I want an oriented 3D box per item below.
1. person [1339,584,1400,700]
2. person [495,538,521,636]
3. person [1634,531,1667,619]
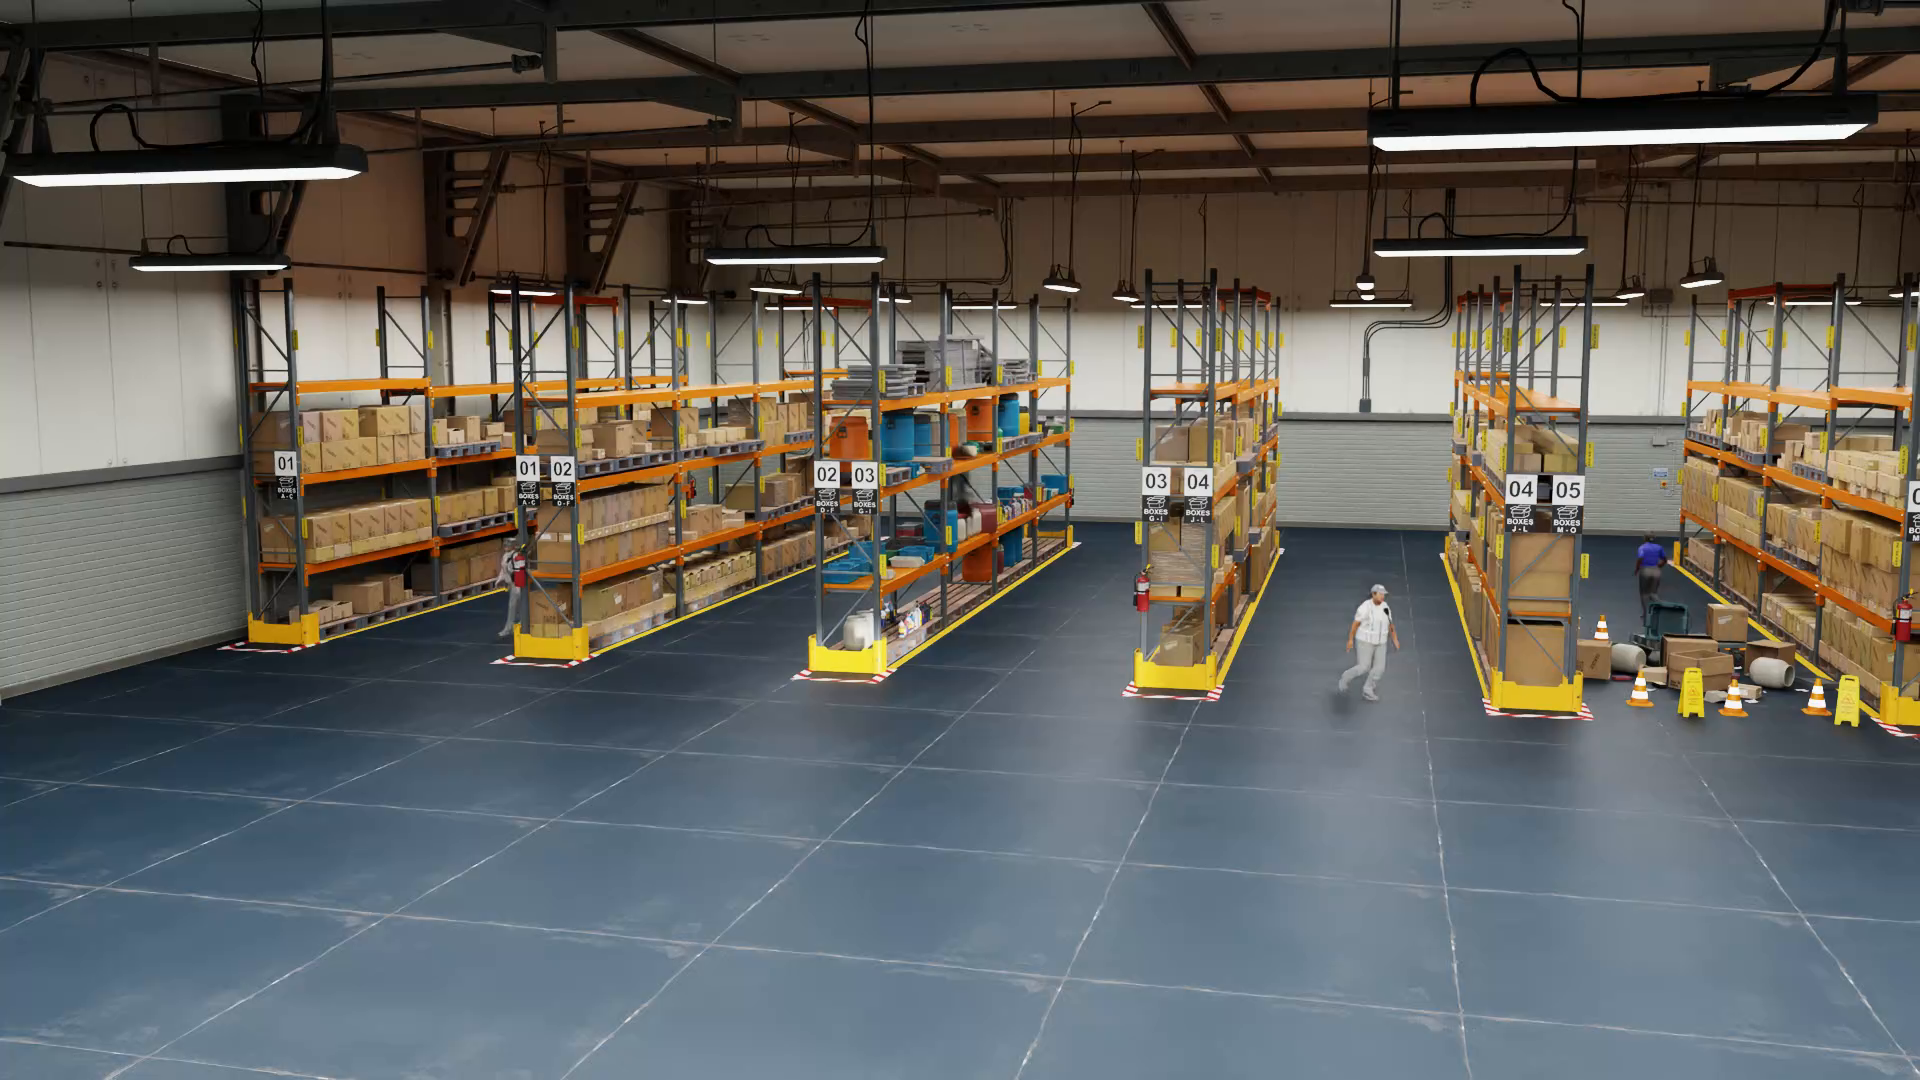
[{"bbox_3d":[5.707,1.420,23.232,0.661,1.627,0.663,-3,7,-23],"label":"person"},{"bbox_3d":[-7.717,0.770,28.600,0.742,1.655,0.664,-6,9,-43],"label":"person"},{"bbox_3d":[12.425,0.648,29.887,0.572,1.591,0.588,0,7,0],"label":"person"}]
